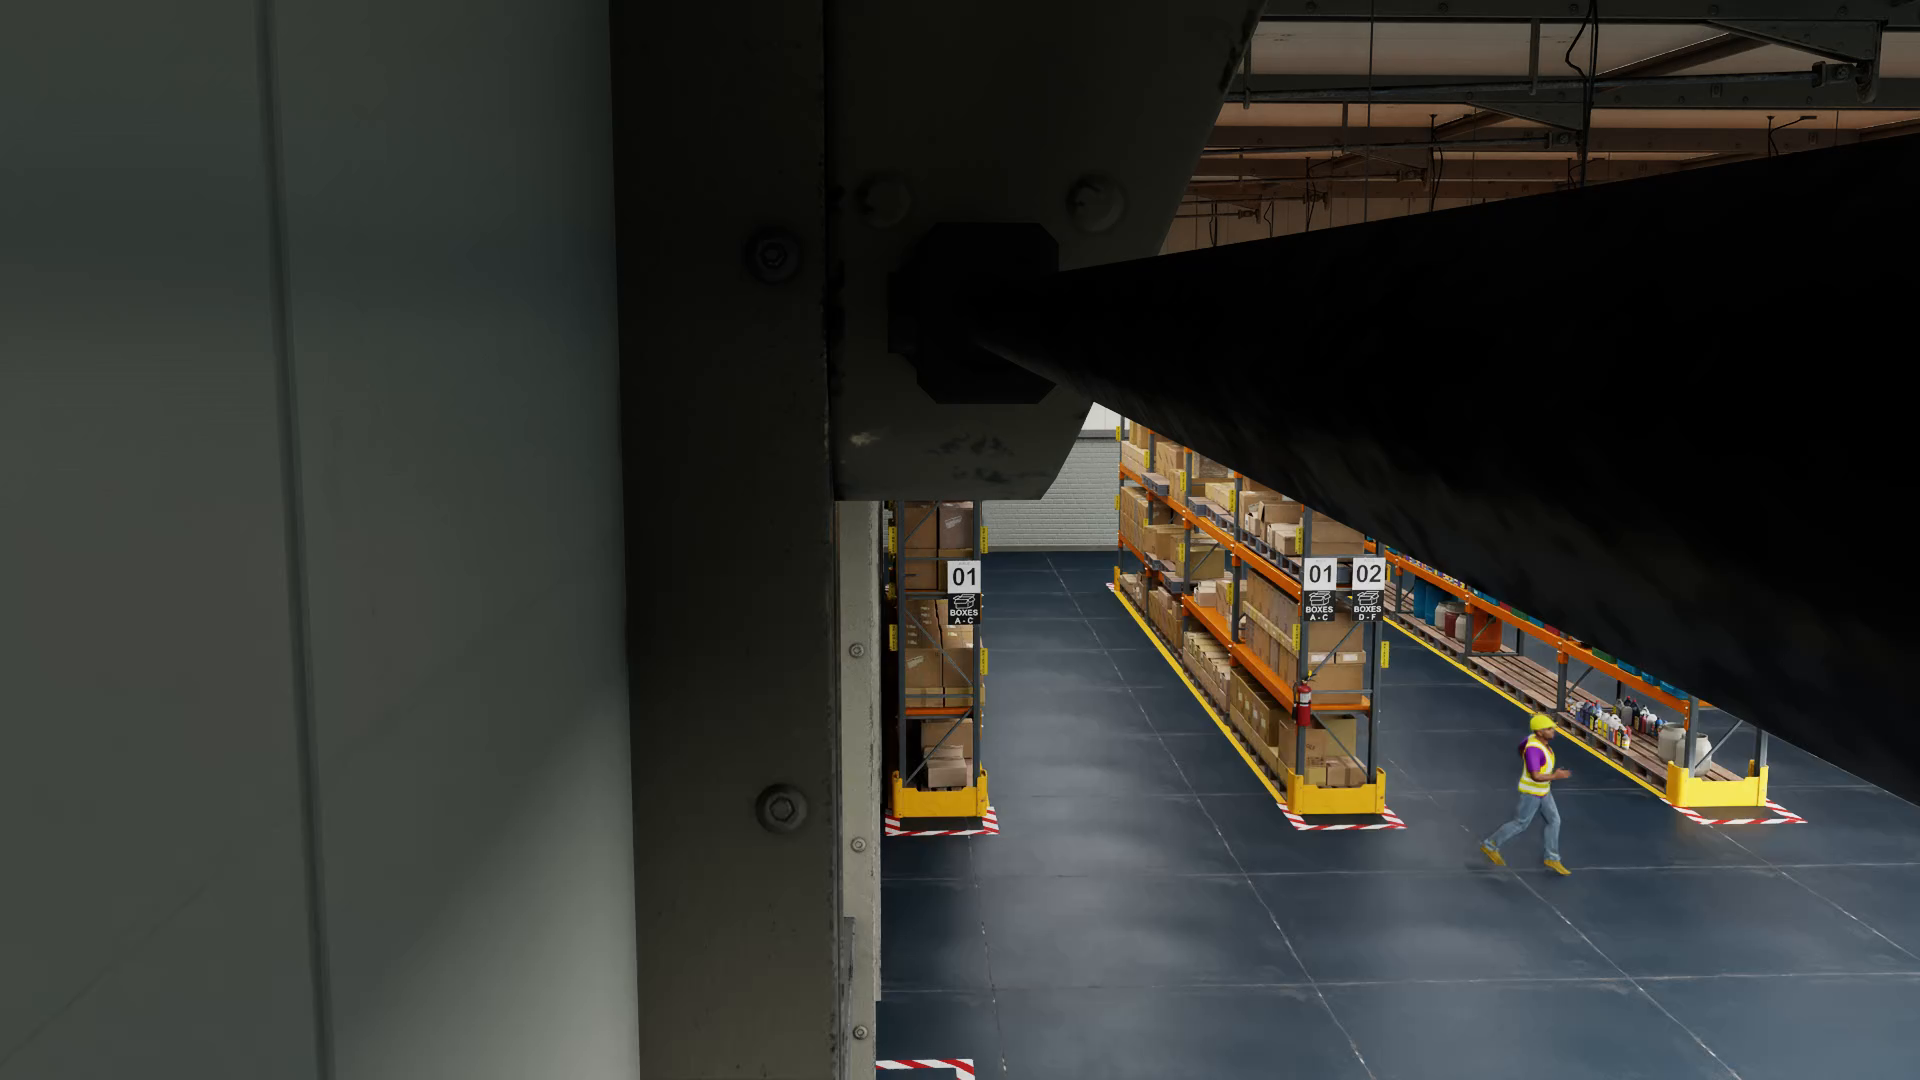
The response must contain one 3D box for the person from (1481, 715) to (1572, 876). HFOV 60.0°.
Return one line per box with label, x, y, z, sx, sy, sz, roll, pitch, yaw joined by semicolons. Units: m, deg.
person;6.329;2.813;18.475;0.940;1.807;0.712;5;9;29
